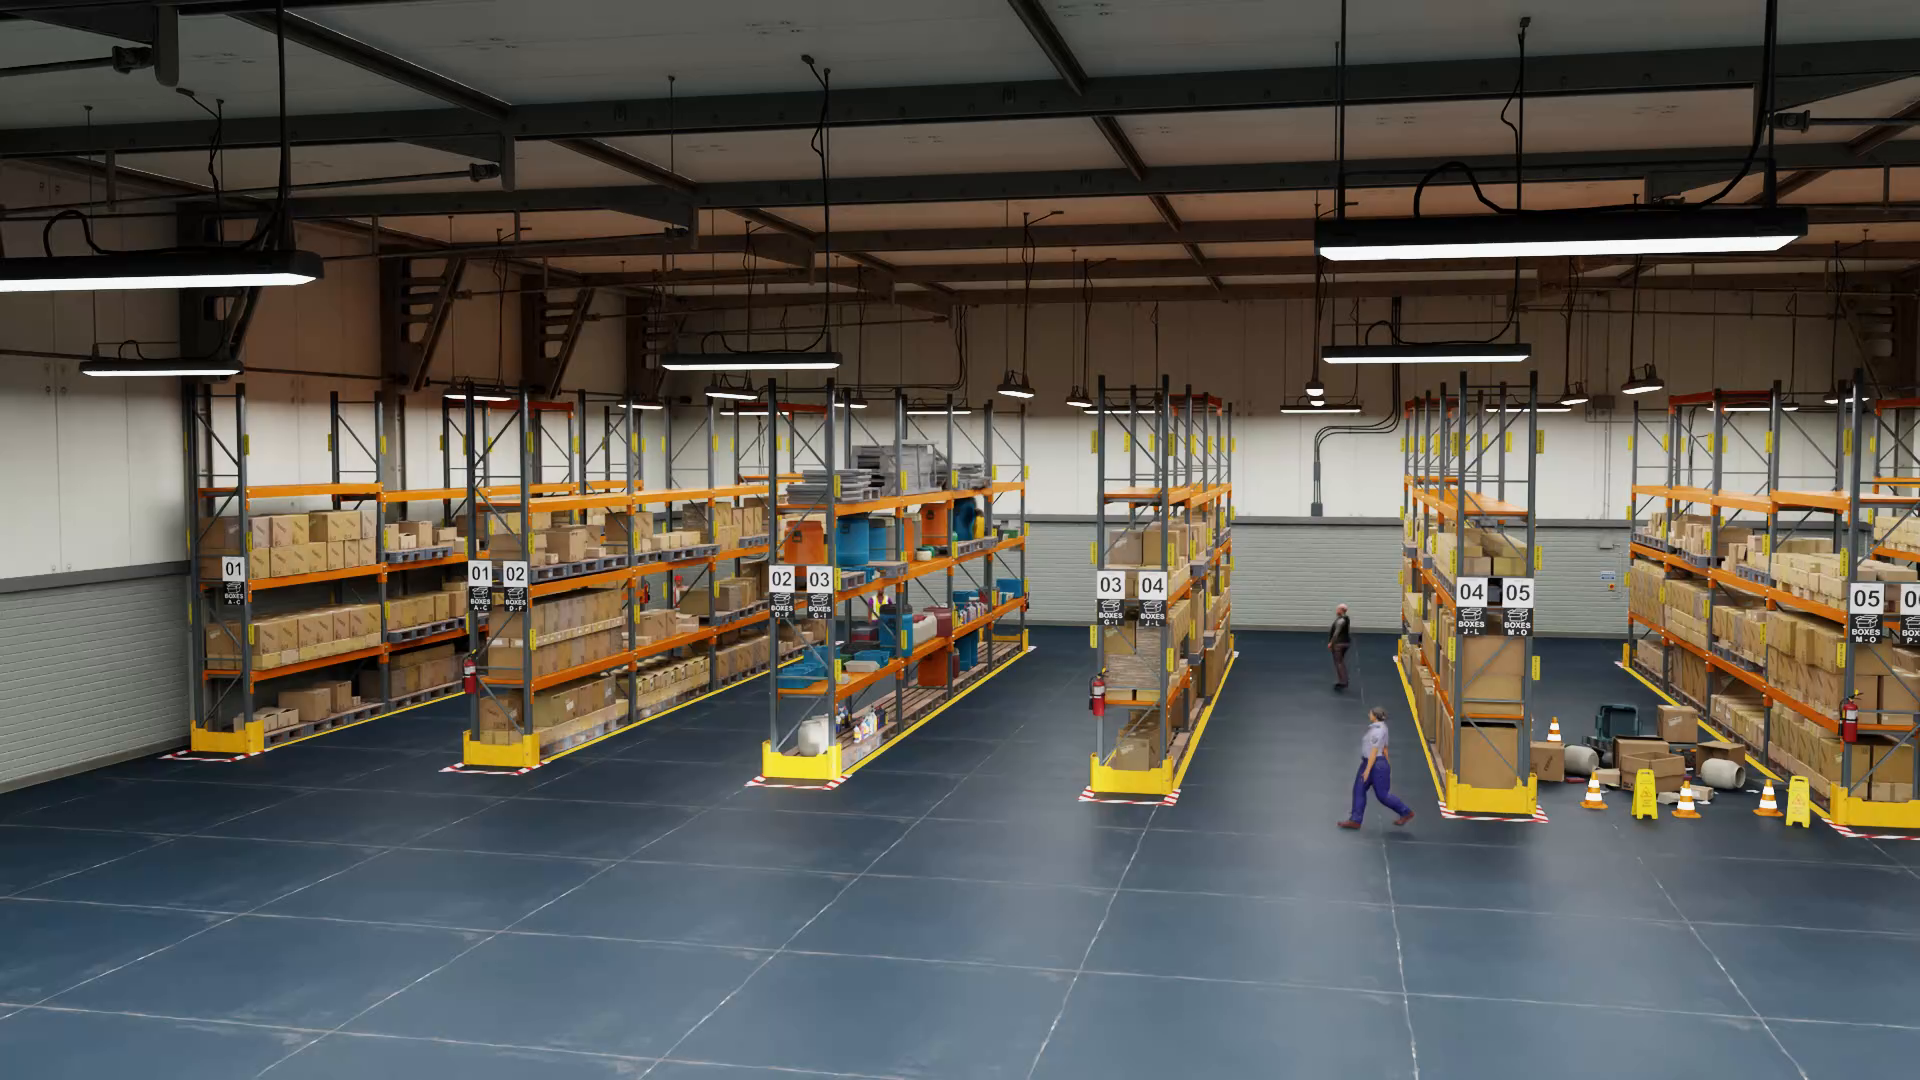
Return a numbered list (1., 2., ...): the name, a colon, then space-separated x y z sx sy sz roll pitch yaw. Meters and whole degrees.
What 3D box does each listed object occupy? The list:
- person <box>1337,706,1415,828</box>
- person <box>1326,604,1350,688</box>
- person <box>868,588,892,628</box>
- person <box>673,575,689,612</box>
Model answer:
1. person: 5.426 2.962 21.621 0.926 1.601 0.462 -1 3 -10
2. person: 7.819 2.202 34.290 0.574 1.777 0.508 -2 4 -35
3. person: -1.892 1.903 39.205 0.574 1.730 0.989 0 3 6
4. person: -6.998 1.754 41.697 0.603 1.755 0.972 0 3 6
